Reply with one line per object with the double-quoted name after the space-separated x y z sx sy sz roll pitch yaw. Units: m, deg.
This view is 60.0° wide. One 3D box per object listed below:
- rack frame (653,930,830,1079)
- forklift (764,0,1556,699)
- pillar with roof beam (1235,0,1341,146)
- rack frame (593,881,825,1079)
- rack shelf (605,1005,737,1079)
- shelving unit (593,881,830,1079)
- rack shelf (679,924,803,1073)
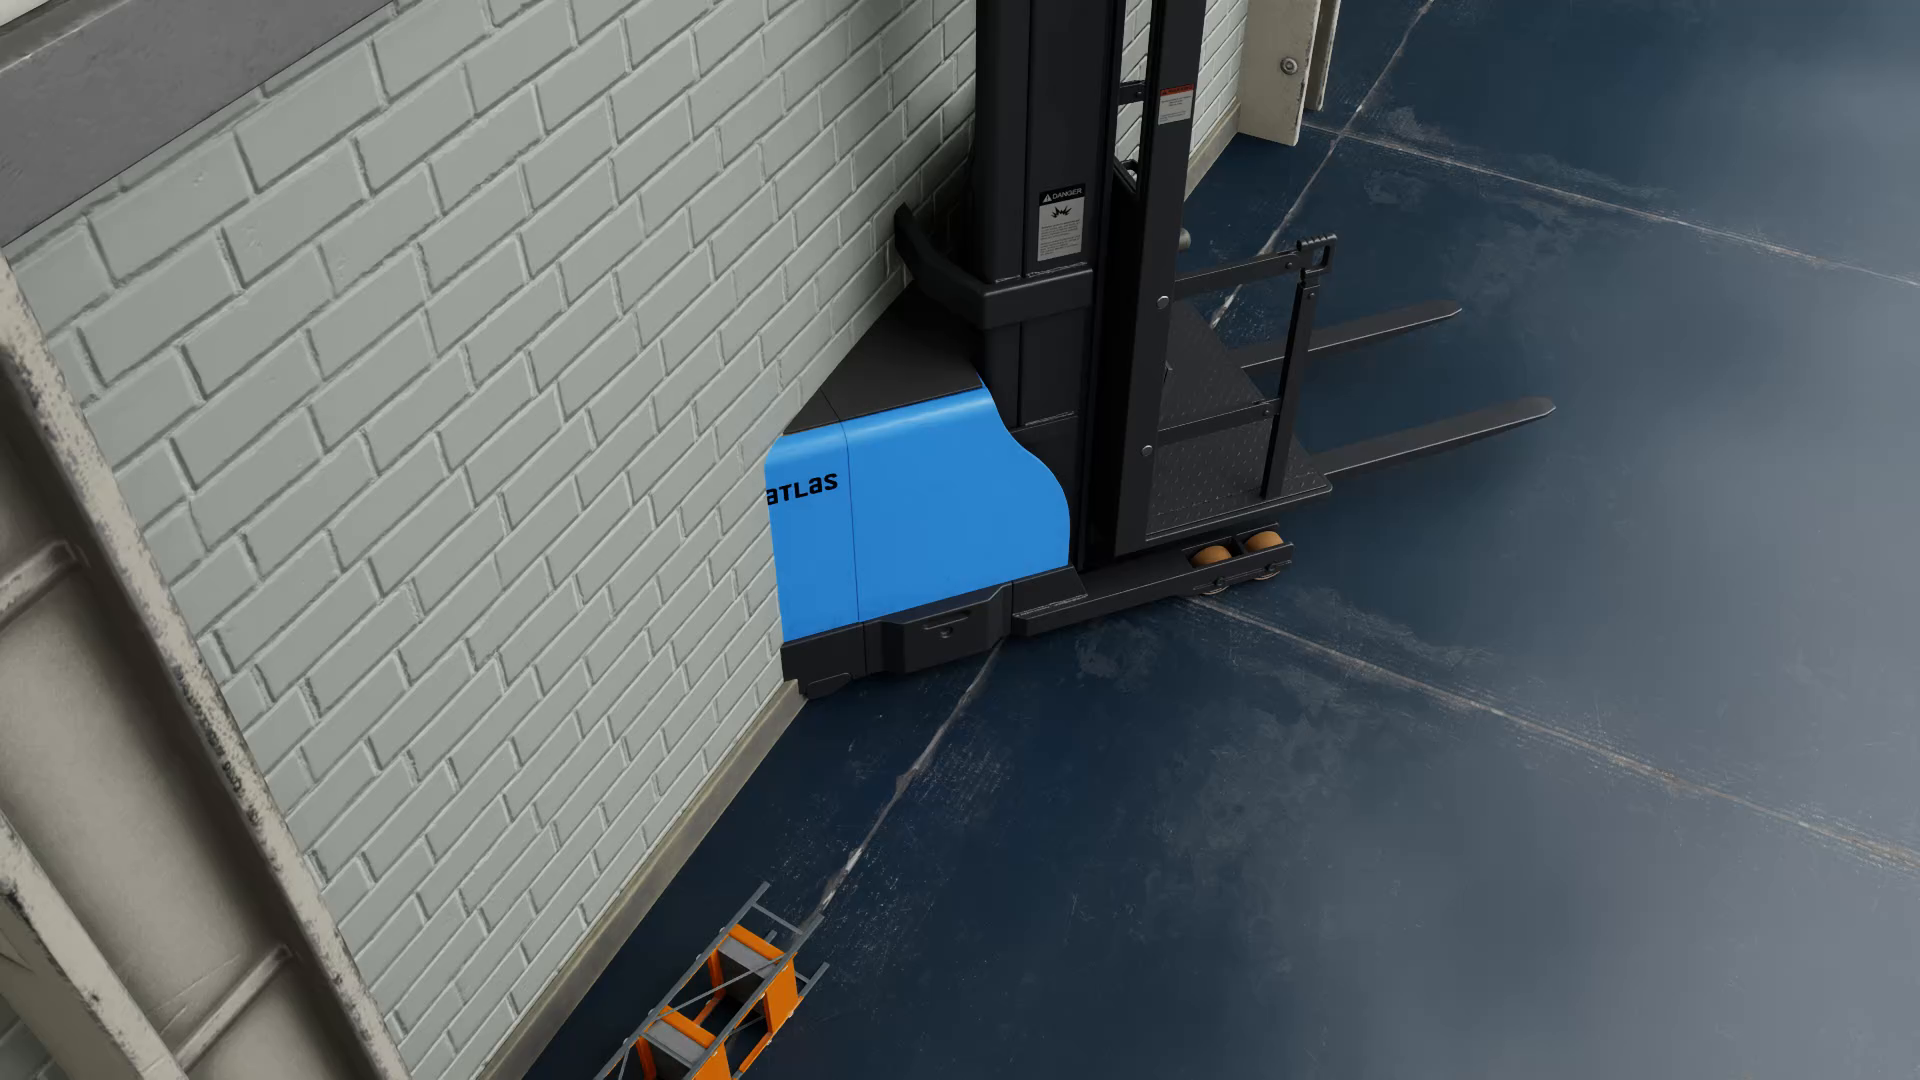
-0.732 1.444 4.313 0.200 0.008 1.050 25 50 23 "rack frame"
0.584 -1.186 4.862 3.031 2.935 1.130 -15 47 -14 "forklift"
5.275 -3.694 3.074 9.100 9.000 0.400 20 49 19 "pillar with roof beam"
-0.732 1.273 4.139 0.200 0.008 1.050 25 50 23 "rack frame"
-0.737 1.365 4.220 0.215 0.240 0.259 25 50 23 "rack shelf"
-0.732 1.358 4.226 0.215 0.252 1.050 25 50 23 "shelving unit"
-0.581 1.196 4.386 0.215 0.240 0.259 25 50 23 "rack shelf"
